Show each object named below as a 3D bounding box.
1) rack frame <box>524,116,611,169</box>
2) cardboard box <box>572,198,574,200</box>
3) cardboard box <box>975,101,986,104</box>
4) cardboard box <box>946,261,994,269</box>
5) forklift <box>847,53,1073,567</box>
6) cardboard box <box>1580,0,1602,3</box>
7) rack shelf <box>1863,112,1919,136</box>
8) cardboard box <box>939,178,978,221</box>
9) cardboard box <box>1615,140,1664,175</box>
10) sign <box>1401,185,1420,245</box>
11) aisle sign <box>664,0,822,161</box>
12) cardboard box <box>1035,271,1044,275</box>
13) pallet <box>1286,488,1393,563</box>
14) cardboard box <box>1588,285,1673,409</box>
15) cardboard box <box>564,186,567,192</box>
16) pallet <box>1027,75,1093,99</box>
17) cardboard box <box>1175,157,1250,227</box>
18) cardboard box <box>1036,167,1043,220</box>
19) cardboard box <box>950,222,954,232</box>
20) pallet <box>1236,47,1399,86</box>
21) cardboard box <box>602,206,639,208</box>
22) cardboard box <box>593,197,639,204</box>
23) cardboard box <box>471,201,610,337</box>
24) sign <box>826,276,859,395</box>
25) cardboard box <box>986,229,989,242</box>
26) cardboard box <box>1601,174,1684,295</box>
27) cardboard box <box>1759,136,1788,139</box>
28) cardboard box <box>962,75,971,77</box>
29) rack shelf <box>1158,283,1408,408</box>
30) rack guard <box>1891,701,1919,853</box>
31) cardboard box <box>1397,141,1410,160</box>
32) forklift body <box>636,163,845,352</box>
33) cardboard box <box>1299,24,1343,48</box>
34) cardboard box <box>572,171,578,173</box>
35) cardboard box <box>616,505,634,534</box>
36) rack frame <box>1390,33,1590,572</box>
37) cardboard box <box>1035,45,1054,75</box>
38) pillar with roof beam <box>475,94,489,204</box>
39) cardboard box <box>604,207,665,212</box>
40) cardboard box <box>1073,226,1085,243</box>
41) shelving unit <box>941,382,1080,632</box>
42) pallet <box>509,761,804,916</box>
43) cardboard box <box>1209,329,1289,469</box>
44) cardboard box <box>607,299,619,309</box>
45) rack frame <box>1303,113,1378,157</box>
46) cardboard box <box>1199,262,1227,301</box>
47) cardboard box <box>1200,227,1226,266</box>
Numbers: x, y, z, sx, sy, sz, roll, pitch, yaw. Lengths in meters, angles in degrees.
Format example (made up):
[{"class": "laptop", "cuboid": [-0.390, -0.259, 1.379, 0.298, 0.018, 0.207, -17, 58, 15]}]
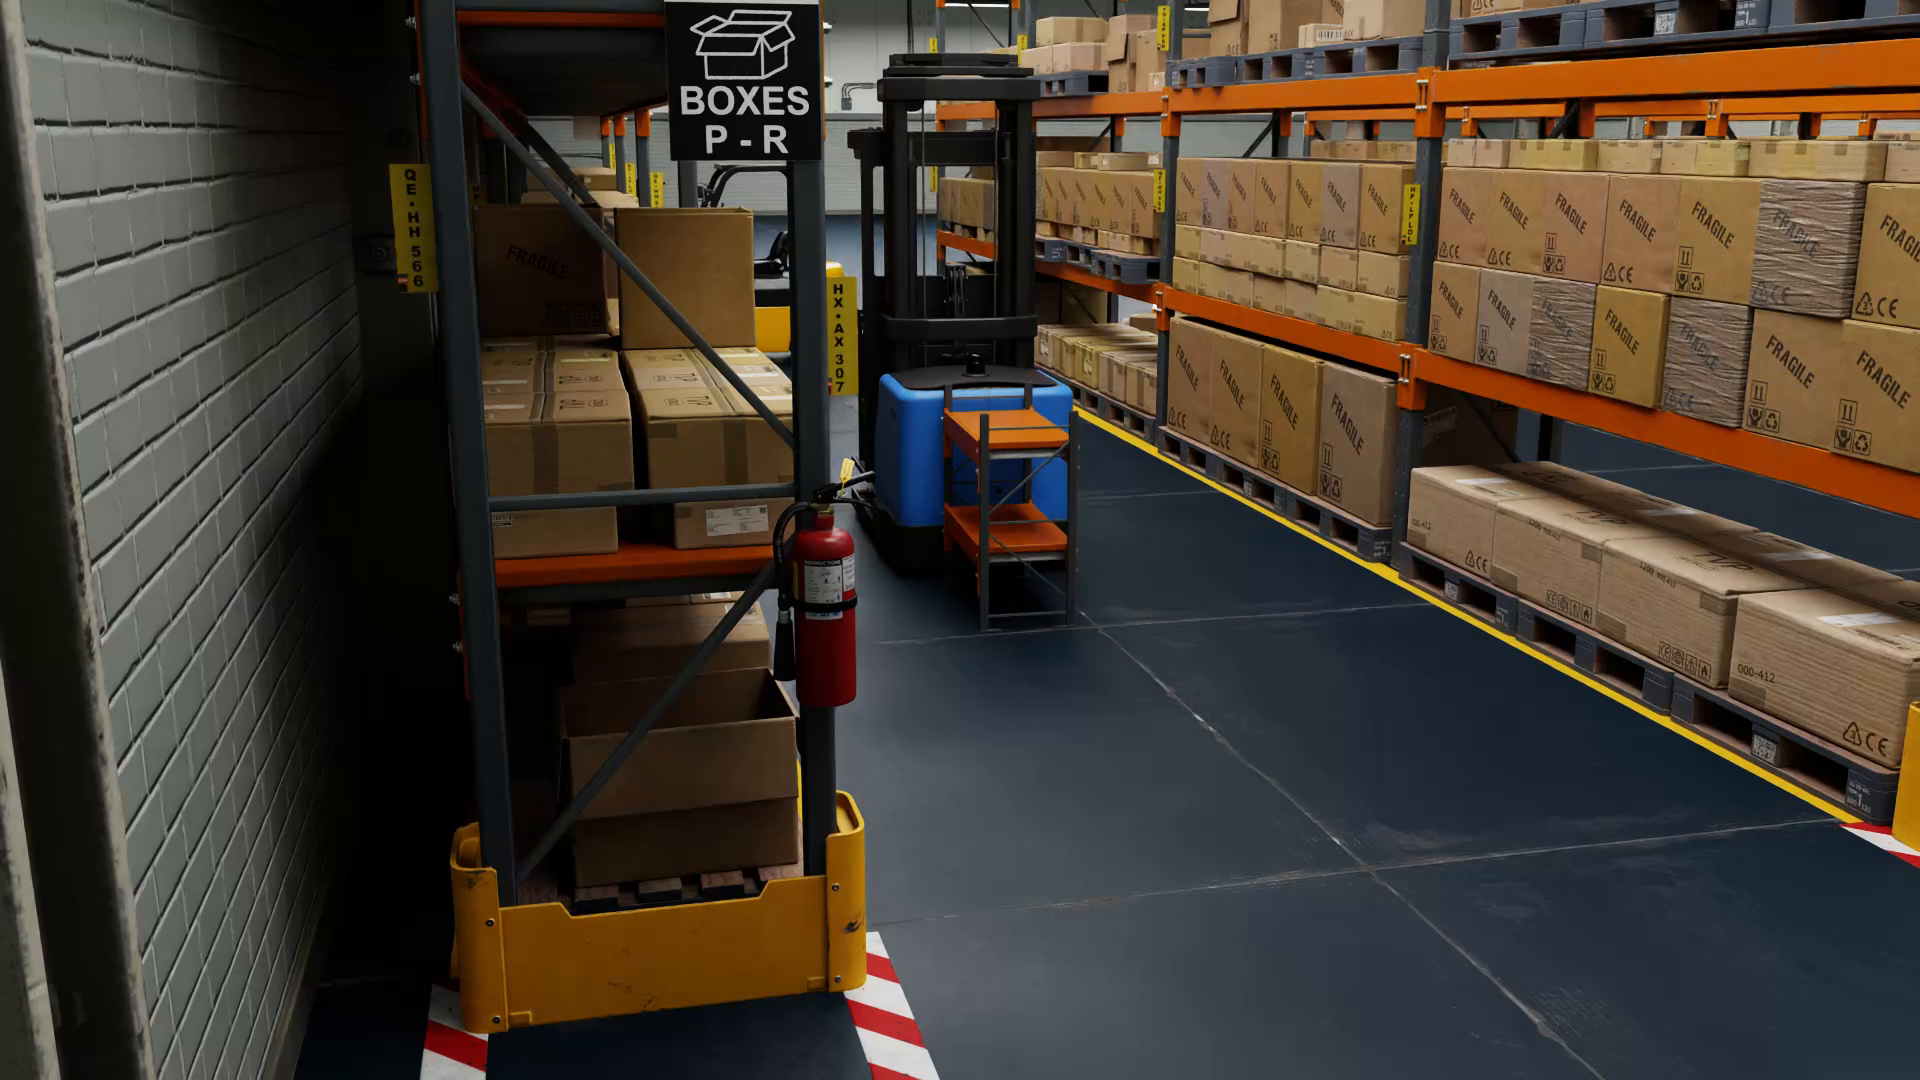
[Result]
[{"class": "rack frame", "cuboid": [-4.617, -3.802, 19.668, 1.000, 3.000, 0.127, -3, 14, -13]}, {"class": "cardboard box", "cuboid": [-3.884, -3.398, 17.803, 0.500, 0.500, 0.500, -3, 14, -13]}, {"class": "cardboard box", "cuboid": [0.378, -4.963, 18.632, 0.380, 0.149, 0.250, -4, 14, -15]}, {"class": "cardboard box", "cuboid": [0.134, -3.105, 20.144, 0.500, 0.500, 0.500, -4, 14, -15]}, {"class": "forklift", "cuboid": [-0.117, -1.570, 10.677, 1.130, 2.935, 3.031, -3, 14, -10]}, {"class": "cardboard box", "cuboid": [3.374, -2.762, 7.777, 0.797, 0.503, 0.637, -2, 14, -9]}, {"class": "rack shelf", "cuboid": [11.249, -4.355, 17.129, 1.077, 0.370, 4.000, -3, 14, -13]}, {"class": "cardboard box", "cuboid": [0.049, -4.148, 20.246, 0.500, 0.500, 0.500, -4, 14, -14]}, {"class": "cardboard box", "cuboid": [3.187, -1.721, 7.466, 0.380, 0.149, 0.250, -3, 14, -13]}, {"class": "sign", "cuboid": [2.500, -1.802, 9.212, 0.100, 0.325, 0.005, -3, 14, -13]}, {"class": "aisle sign", "cuboid": [-0.557, -1.374, 4.254, 0.394, 0.787, 0.004, -3, 14, -13]}, {"class": "cardboard box", "cuboid": [1.013, -2.783, 18.826, 0.500, 0.500, 0.500, -3, 14, -10]}, {"class": "pallet", "cuboid": [2.771, -0.130, 10.515, 1.003, 0.211, 1.213, -3, 14, -13]}, {"class": "cardboard box", "cuboid": [3.227, -0.886, 7.524, 0.500, 0.500, 0.500, -3, 14, -12]}, {"class": "cardboard box", "cuboid": [-4.215, -3.540, 17.019, 0.380, 0.149, 0.250, -3, 14, -11]}, {"class": "pallet", "cuboid": [1.188, -4.374, 16.086, 1.213, 0.211, 1.003, -3, 14, -13]}, {"class": "cardboard box", "cuboid": [1.964, -2.641, 12.598, 0.500, 0.500, 0.500, -4, 14, -15]}, {"class": "cardboard box", "cuboid": [0.978, -3.429, 16.422, 0.500, 0.500, 0.500, -3, 14, -12]}, {"class": "cardboard box", "cuboid": [0.086, -3.867, 20.466, 0.380, 0.149, 0.250, -3, 14, -13]}, {"class": "pallet", "cuboid": [2.555, -3.196, 11.265, 1.003, 0.211, 1.213, -3, 14, -11]}, {"class": "cardboard box", "cuboid": [-2.526, -2.410, 12.393, 0.380, 0.149, 0.250, -3, 14, -12]}, {"class": "cardboard box", "cuboid": [-2.915, -2.826, 14.098, 0.380, 0.149, 0.250, -4, 14, -15]}, {"class": "cardboard box", "cuboid": [-1.707, -1.111, 6.764, 0.500, 0.500, 0.500, -4, 14, -15]}, {"class": "sign", "cuboid": [-0.332, -0.562, 4.581, 0.100, 0.325, 0.005, -3, 14, -13]}, {"class": "cardboard box", "cuboid": [0.502, -3.387, 18.498, 0.380, 0.149, 0.250, -4, 14, -14]}, {"class": "cardboard box", "cuboid": [3.240, -1.370, 7.396, 0.500, 0.500, 0.500, -3, 14, -14]}, {"class": "cardboard box", "cuboid": [10.171, -4.707, 20.428, 0.500, 0.500, 0.500, -3, 14, -13]}, {"class": "cardboard box", "cuboid": [0.321, -5.243, 18.935, 0.500, 0.250, 0.500, -3, 14, -12]}, {"class": "rack shelf", "cuboid": [2.556, -1.423, 11.447, 1.077, 0.370, 4.000, -3, 14, -13]}, {"class": "rack guard", "cuboid": [3.971, 0.832, 5.970, 1.175, 0.500, 0.348, -3, 14, -13]}, {"class": "cardboard box", "cuboid": [5.646, -4.393, 19.496, 0.875, 0.550, 0.550, -3, 14, -13]}, {"class": "forklift body", "cuboid": [-2.398, -3.054, 18.394, 2.313, 2.155, 1.214, -3, 14, -13]}, {"class": "cardboard box", "cuboid": [2.436, -3.286, 10.846, 0.380, 0.166, 0.250, -2, 14, -8]}, {"class": "cardboard box", "cuboid": [-3.843, -3.770, 17.334, 0.380, 0.149, 0.250, -3, 14, -13]}, {"class": "cardboard box", "cuboid": [-1.197, -0.112, 5.095, 0.380, 0.149, 0.250, -3, 14, -12]}, {"class": "rack frame", "cuboid": [3.026, -1.311, 9.473, 1.000, 3.000, 0.127, -3, 14, -13]}, {"class": "cardboard box", "cuboid": [1.014, -4.471, 15.517, 0.500, 0.250, 0.500, -3, 14, -14]}, {"class": "pillar with roof beam", "cuboid": [-1.145, -6.745, 19.075, 9.100, 9.000, 0.400, -3, 14, -13]}, {"class": "cardboard box", "cuboid": [-2.175, -1.844, 10.553, 0.797, 0.503, 0.637, -4, 14, -14]}, {"class": "cardboard box", "cuboid": [1.249, -2.791, 15.176, 0.380, 0.149, 0.250, -3, 14, -11]}, {"class": "shelving unit", "cuboid": [0.252, -0.208, 8.908, 0.538, 1.125, 1.048, -3, 14, -10]}, {"class": "pallet", "cuboid": [-1.065, 1.043, 5.715, 1.003, 0.211, 1.213, -3, 14, -13]}, {"class": "cardboard box", "cuboid": [2.373, -1.036, 11.938, 0.875, 0.875, 0.875, -3, 14, -13]}, {"class": "cardboard box", "cuboid": [-1.442, -1.001, 7.894, 0.500, 0.250, 0.500, -3, 14, -12]}, {"class": "rack frame", "cuboid": [4.995, -4.379, 22.029, 1.000, 3.000, 0.127, -3, 14, -13]}, {"class": "cardboard box", "cuboid": [2.094, -1.917, 12.267, 0.500, 0.250, 0.500, -4, 14, -15]}, {"class": "cardboard box", "cuboid": [2.086, -2.154, 12.185, 0.500, 0.250, 0.500, -3, 14, -12]}]
